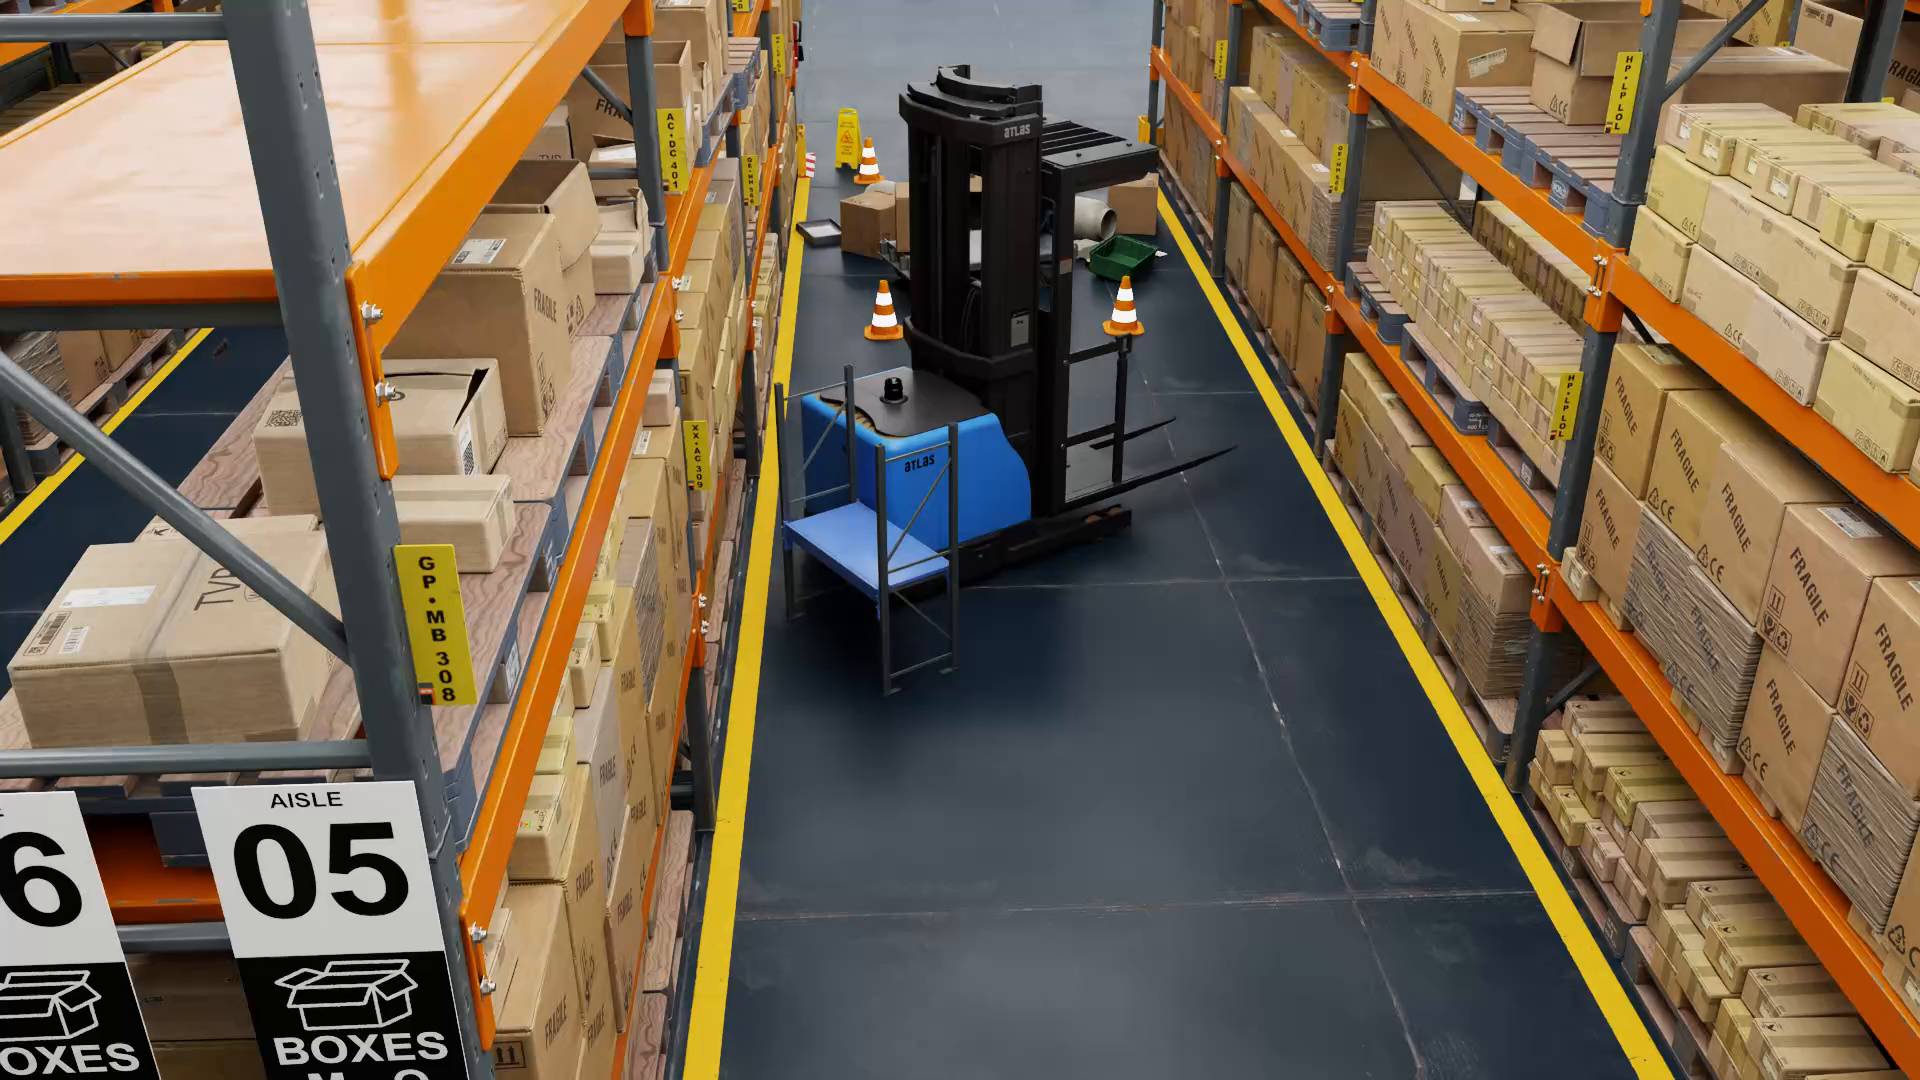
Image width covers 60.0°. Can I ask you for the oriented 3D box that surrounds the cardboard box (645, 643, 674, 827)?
[{"bbox_3d":[-1.334,0.703,6.051,0.500,0.500,0.500,-2,28,-3],"label":"cardboard box"}]

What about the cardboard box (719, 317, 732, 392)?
[{"bbox_3d":[-1.512,-1.003,9.051,0.500,0.250,0.500,-2,28,-4],"label":"cardboard box"}]

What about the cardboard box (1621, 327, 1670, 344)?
[{"bbox_3d":[3.648,-0.991,8.580,0.380,0.149,0.250,-2,28,-3],"label":"cardboard box"}]

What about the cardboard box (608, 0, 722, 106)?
[{"bbox_3d":[-1.514,-2.531,8.553,0.500,0.500,0.500,-1,28,-2],"label":"cardboard box"}]

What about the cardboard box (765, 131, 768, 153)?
[{"bbox_3d":[-1.757,-3.228,13.513,0.380,0.149,0.250,-2,28,-3],"label":"cardboard box"}]

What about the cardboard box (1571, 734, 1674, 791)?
[{"bbox_3d":[3.017,1.010,7.555,0.380,0.149,0.250,0,28,0],"label":"cardboard box"}]

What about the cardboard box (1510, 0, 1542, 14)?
[{"bbox_3d":[3.365,-2.830,9.580,0.500,0.500,0.500,-1,28,-3],"label":"cardboard box"}]

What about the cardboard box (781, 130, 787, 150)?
[{"bbox_3d":[-1.841,-3.787,15.775,0.380,0.149,0.250,0,28,-1],"label":"cardboard box"}]

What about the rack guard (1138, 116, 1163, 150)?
[{"bbox_3d":[2.623,-4.541,18.916,1.175,0.500,0.348,-1,28,-3],"label":"rack guard"}]

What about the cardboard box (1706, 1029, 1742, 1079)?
[{"bbox_3d":[3.086,1.993,6.313,0.380,0.149,0.250,-1,28,-2],"label":"cardboard box"}]

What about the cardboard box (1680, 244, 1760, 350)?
[{"bbox_3d":[3.047,-0.909,6.167,0.500,0.250,0.500,-2,28,-3],"label":"cardboard box"}]

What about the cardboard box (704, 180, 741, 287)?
[{"bbox_3d":[-1.573,-1.796,9.761,0.500,0.500,0.500,-1,28,-2],"label":"cardboard box"}]

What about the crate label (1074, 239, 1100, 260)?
[{"bbox_3d":[1.198,-2.792,15.955,0.298,0.136,0.250,-23,35,-37],"label":"crate label"}]

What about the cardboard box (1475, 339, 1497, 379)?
[{"bbox_3d":[2.977,-0.965,8.852,0.380,0.149,0.250,-3,28,-5],"label":"cardboard box"}]

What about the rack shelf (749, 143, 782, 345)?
[{"bbox_3d":[-2.000,-2.382,12.852,1.077,0.370,4.000,-1,28,-3],"label":"rack shelf"}]

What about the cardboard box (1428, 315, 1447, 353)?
[{"bbox_3d":[2.935,-1.195,9.615,0.380,0.149,0.250,-1,28,-2],"label":"cardboard box"}]

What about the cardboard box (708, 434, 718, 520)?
[{"bbox_3d":[-1.475,-0.312,8.267,0.500,0.250,0.500,-2,28,-4],"label":"cardboard box"}]

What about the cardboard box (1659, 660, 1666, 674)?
[{"bbox_3d":[3.101,0.519,6.784,0.380,0.149,0.250,-3,28,-5],"label":"cardboard box"}]

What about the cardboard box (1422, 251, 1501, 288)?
[{"bbox_3d":[2.927,-1.580,9.709,0.380,0.149,0.250,0,28,0],"label":"cardboard box"}]

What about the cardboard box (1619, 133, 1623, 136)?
[{"bbox_3d":[3.415,-1.985,7.710,0.500,0.311,0.500,-2,28,-3],"label":"cardboard box"}]

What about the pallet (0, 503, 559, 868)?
[{"bbox_3d":[-1.527,0.284,3.814,1.003,0.211,1.213,-1,28,-3],"label":"pallet"}]

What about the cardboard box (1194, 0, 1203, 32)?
[{"bbox_3d":[2.777,-5.256,16.254,0.875,0.550,0.500,-1,28,-3],"label":"cardboard box"}]

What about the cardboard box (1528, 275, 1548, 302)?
[{"bbox_3d":[3.578,-1.458,9.798,0.380,0.149,0.250,-2,28,-3],"label":"cardboard box"}]

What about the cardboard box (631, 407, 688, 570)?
[{"bbox_3d":[-1.387,-0.207,6.713,0.500,0.500,0.500,-2,28,-3],"label":"cardboard box"}]

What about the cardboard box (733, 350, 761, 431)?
[{"bbox_3d":[-1.916,-1.060,11.926,0.950,0.372,0.625,-3,28,-6],"label":"cardboard box"}]

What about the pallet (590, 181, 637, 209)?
[{"bbox_3d":[-1.784,-1.598,7.533,0.805,0.209,1.217,-2,28,-5],"label":"pallet"}]

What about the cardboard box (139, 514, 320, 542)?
[{"bbox_3d":[-1.693,0.070,3.837,0.380,0.149,0.250,-3,28,-7],"label":"cardboard box"}]

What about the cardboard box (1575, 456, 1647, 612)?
[{"bbox_3d":[3.025,-0.038,7.149,0.500,0.500,0.500,-2,28,-4],"label":"cardboard box"}]

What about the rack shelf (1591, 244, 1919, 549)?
[{"bbox_3d":[3.355,-0.184,5.393,1.077,0.370,4.000,-1,28,-3],"label":"rack shelf"}]

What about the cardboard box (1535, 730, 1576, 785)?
[{"bbox_3d":[2.950,1.025,7.849,0.380,0.149,0.250,0,28,0],"label":"cardboard box"}]

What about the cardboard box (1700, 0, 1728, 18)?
[{"bbox_3d":[7.441,-5.147,15.863,0.500,0.500,0.500,-1,28,-3],"label":"cardboard box"}]

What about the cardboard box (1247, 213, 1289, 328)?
[{"bbox_3d":[3.002,-2.250,13.798,1.050,0.750,0.750,-1,28,-3],"label":"cardboard box"}]

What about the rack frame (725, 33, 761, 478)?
[{"bbox_3d":[-1.896,-1.778,10.915,1.000,3.000,0.127,-1,28,-3],"label":"rack frame"}]

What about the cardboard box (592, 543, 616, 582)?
[{"bbox_3d":[-1.322,0.134,5.359,0.380,0.149,0.250,-1,28,-3],"label":"cardboard box"}]

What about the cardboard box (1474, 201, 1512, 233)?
[{"bbox_3d":[3.525,-2.067,10.644,0.380,0.149,0.250,-2,28,-5],"label":"cardboard box"}]

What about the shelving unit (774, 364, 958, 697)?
[{"bbox_3d":[-0.518,-0.069,9.261,0.538,1.500,1.048,-18,33,-31],"label":"shelving unit"}]

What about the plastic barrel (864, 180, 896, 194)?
[{"bbox_3d":[-0.694,-3.412,16.835,0.512,0.421,0.421,19,33,32],"label":"plastic barrel"}]

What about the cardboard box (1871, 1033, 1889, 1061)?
[{"bbox_3d":[3.560,1.844,6.277,0.380,0.149,0.250,0,28,0],"label":"cardboard box"}]

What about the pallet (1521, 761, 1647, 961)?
[{"bbox_3d":[3.321,1.449,7.743,1.003,0.211,1.213,-1,28,-3],"label":"pallet"}]

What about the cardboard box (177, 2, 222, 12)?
[{"bbox_3d":[-7.422,-5.175,16.297,0.380,0.149,0.250,-1,28,-1],"label":"cardboard box"}]

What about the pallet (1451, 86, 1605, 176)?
[{"bbox_3d":[3.268,-2.110,8.511,1.213,0.211,1.003,-1,28,-3],"label":"pallet"}]

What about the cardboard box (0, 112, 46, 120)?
[{"bbox_3d":[-7.262,-3.194,12.821,0.380,0.149,0.250,-1,28,-3],"label":"cardboard box"}]

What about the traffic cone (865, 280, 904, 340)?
[{"bbox_3d":[-0.642,-1.961,14.010,0.336,0.463,0.334,-1,28,-3],"label":"traffic cone"}]

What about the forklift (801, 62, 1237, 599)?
[{"bbox_3d":[0.503,-1.469,10.398,3.031,2.935,1.130,-19,33,-32],"label":"forklift"}]

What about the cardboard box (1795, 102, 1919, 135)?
[{"bbox_3d":[3.541,-1.621,6.560,0.380,0.149,0.250,-3,28,-5],"label":"cardboard box"}]

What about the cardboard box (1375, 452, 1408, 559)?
[{"bbox_3d":[2.885,-0.220,10.177,0.500,0.500,0.500,-2,28,-4],"label":"cardboard box"}]

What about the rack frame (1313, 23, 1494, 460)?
[{"bbox_3d":[3.042,-1.944,11.233,1.000,3.000,0.127,-1,28,-3],"label":"rack frame"}]

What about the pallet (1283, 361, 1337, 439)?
[{"bbox_3d":[3.076,-1.073,12.580,1.003,0.211,1.213,-1,28,-3],"label":"pallet"}]

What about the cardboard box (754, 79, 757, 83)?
[{"bbox_3d":[-1.768,-3.623,12.868,0.380,0.149,0.250,-3,28,-5],"label":"cardboard box"}]

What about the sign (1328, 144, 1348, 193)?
[{"bbox_3d":[2.488,-2.442,10.937,0.100,0.325,0.005,-1,28,-3],"label":"sign"}]

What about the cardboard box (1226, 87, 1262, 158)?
[{"bbox_3d":[2.592,-3.586,14.274,0.500,0.500,0.500,-1,28,-2],"label":"cardboard box"}]

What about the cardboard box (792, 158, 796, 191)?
[{"bbox_3d":[-1.984,-3.833,17.374,0.500,0.250,0.500,-1,28,-2],"label":"cardboard box"}]

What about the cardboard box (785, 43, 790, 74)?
[{"bbox_3d":[-1.966,-4.942,16.552,0.500,0.500,0.500,-2,28,-3],"label":"cardboard box"}]

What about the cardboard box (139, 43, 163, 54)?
[{"bbox_3d":[-6.903,-4.240,14.504,0.380,0.149,0.250,-1,28,-2],"label":"cardboard box"}]
